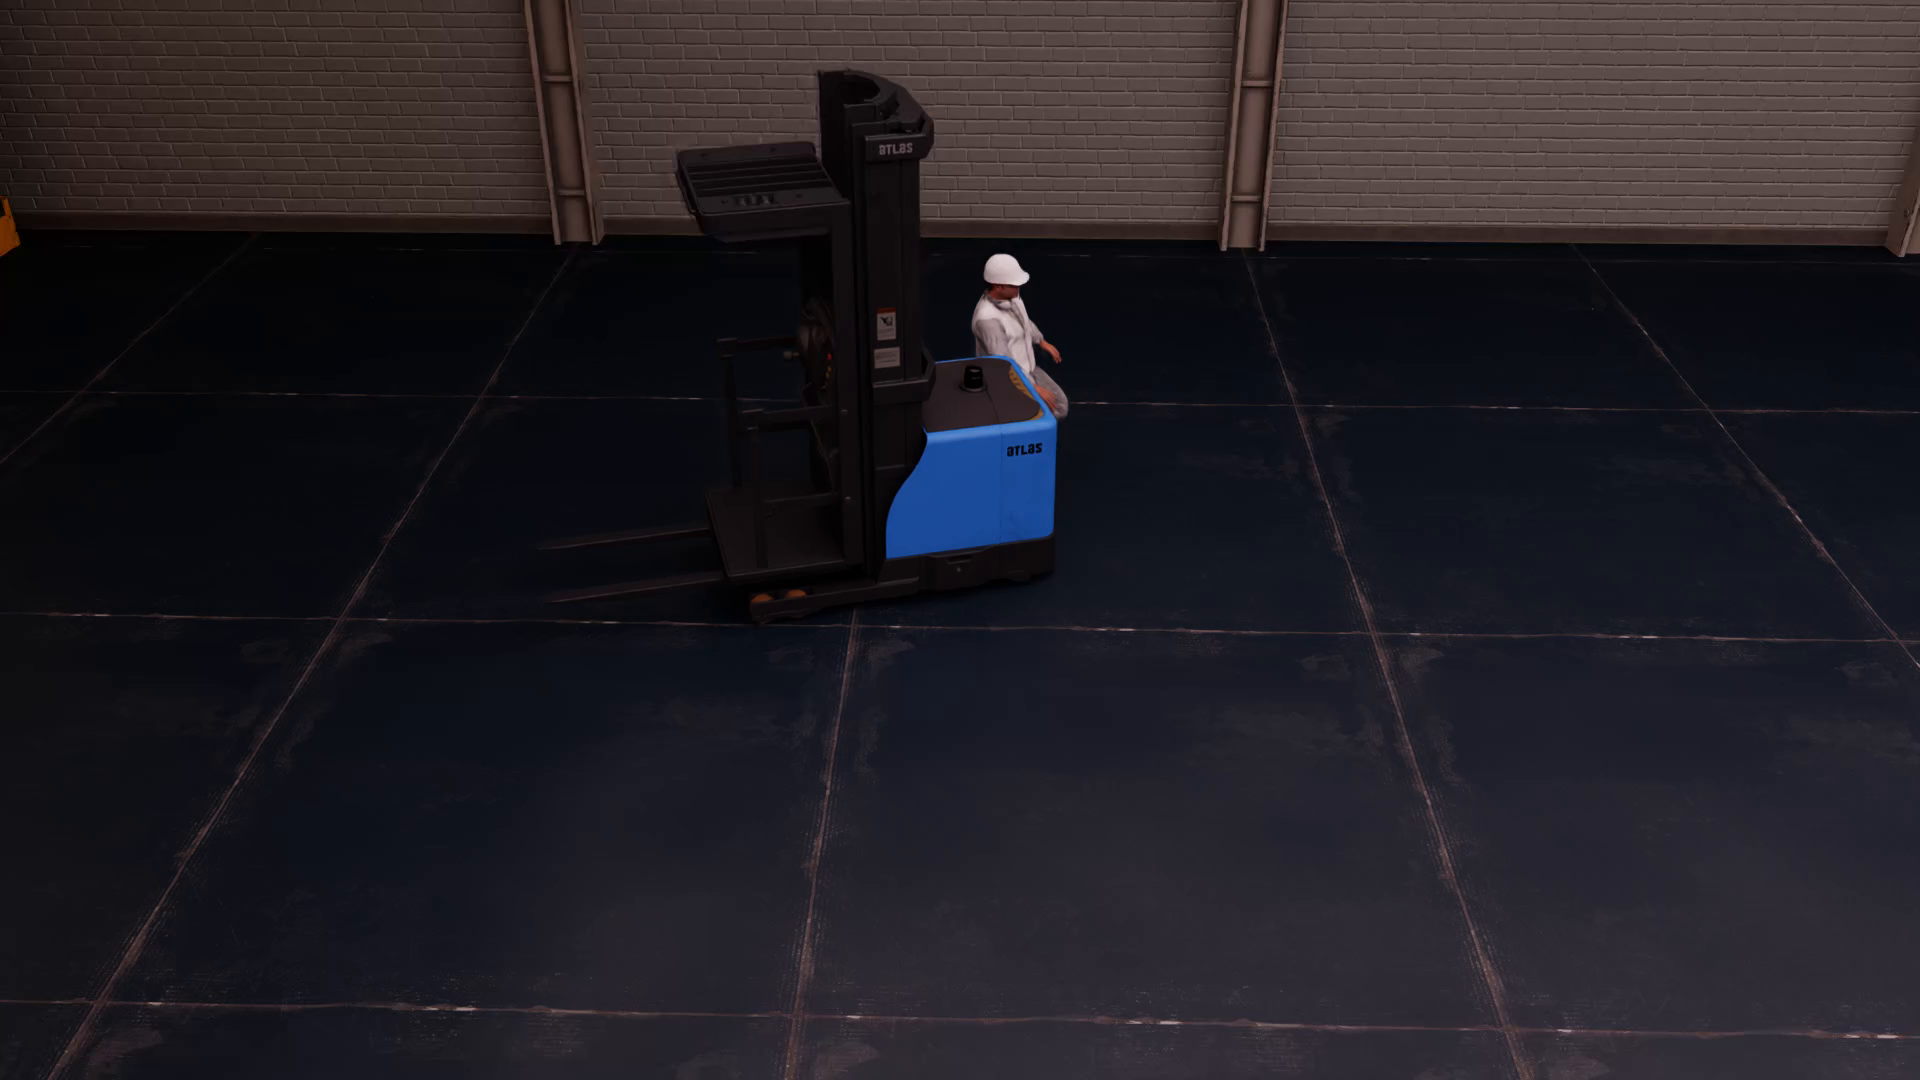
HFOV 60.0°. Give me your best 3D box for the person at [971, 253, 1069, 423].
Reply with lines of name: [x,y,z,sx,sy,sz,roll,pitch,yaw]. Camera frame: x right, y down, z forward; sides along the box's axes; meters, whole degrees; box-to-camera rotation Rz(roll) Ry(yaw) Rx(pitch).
person: [0.405,-1.059,10.707,0.681,1.639,0.780,12,33,19]

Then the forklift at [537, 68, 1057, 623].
forklift: [-0.999,-1.075,9.438,3.031,2.935,1.130,-8,31,-13]
